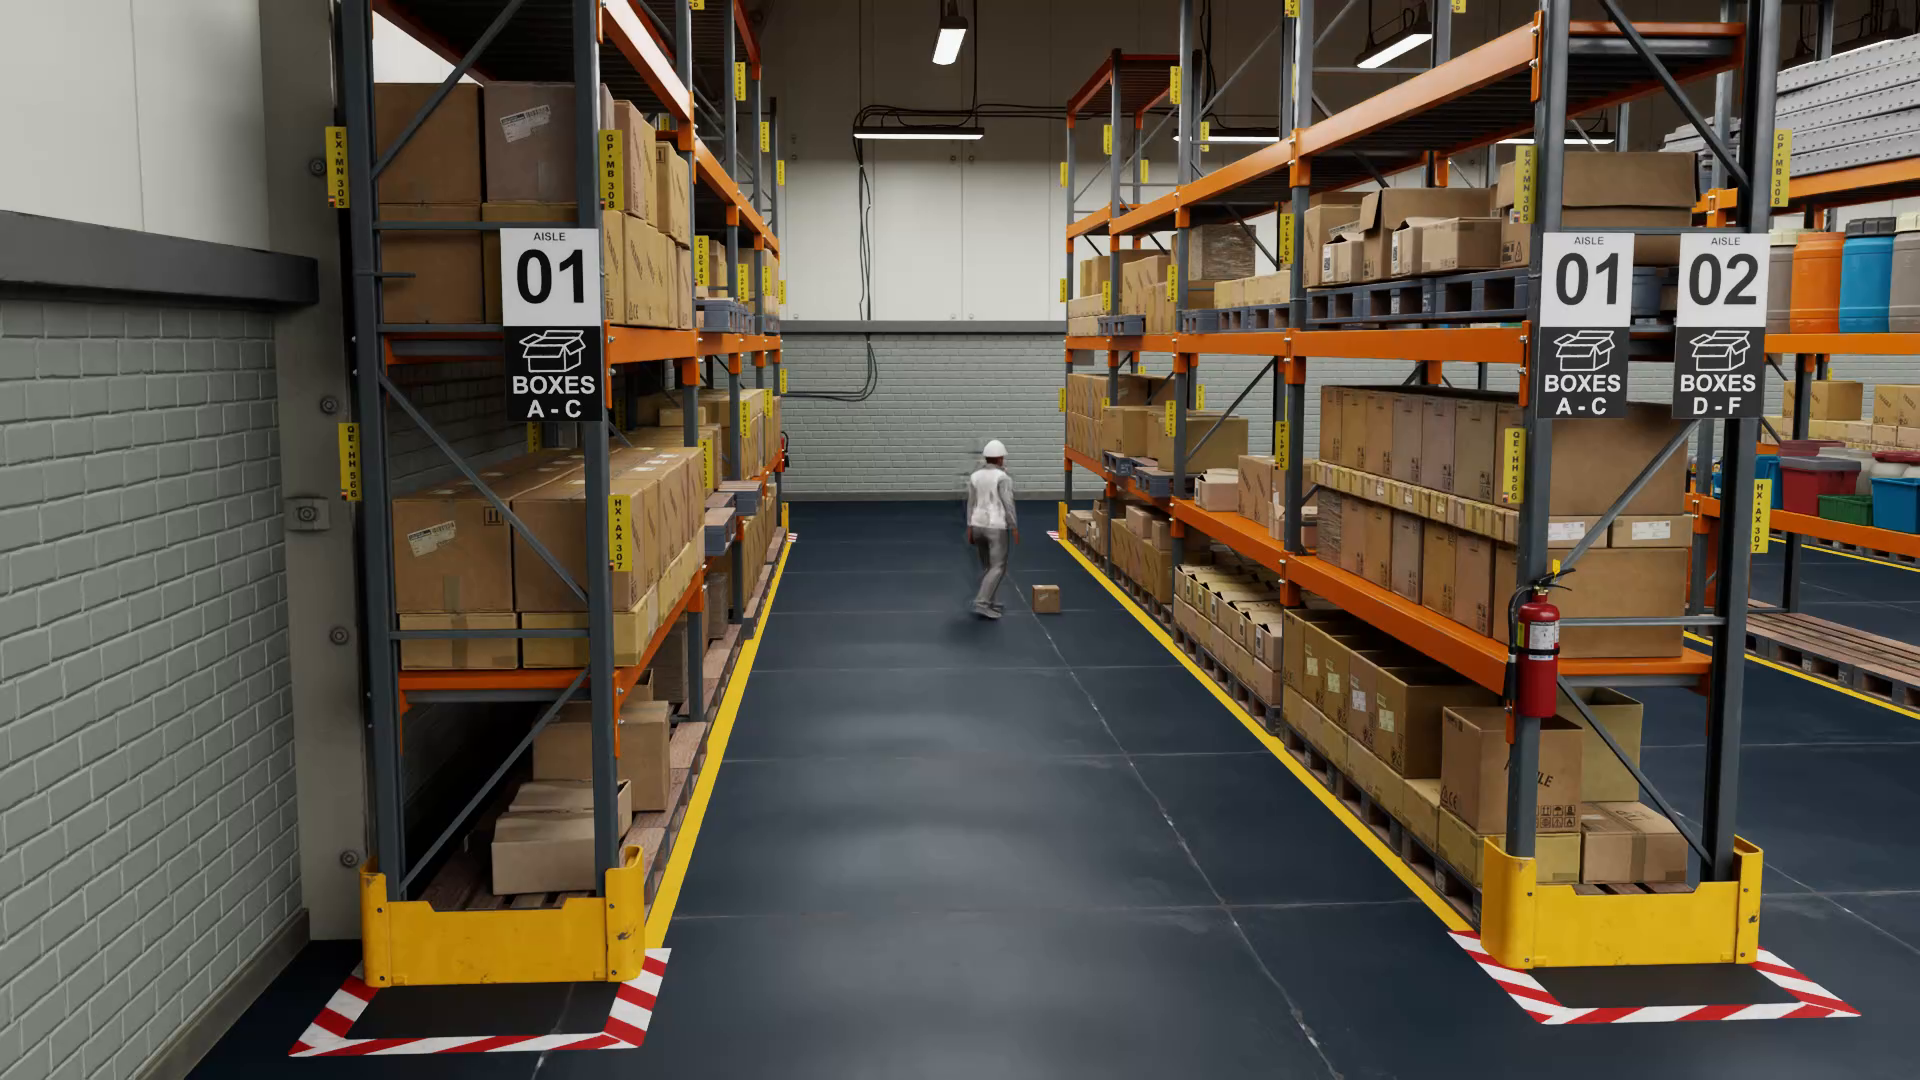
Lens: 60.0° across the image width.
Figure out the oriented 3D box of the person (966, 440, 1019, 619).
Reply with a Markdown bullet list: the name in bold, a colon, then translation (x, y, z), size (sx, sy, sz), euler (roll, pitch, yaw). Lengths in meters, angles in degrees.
- **person**: translation (0.308, -0.114, 16.645), size (0.595, 1.763, 0.718), euler (6, 9, 42)
